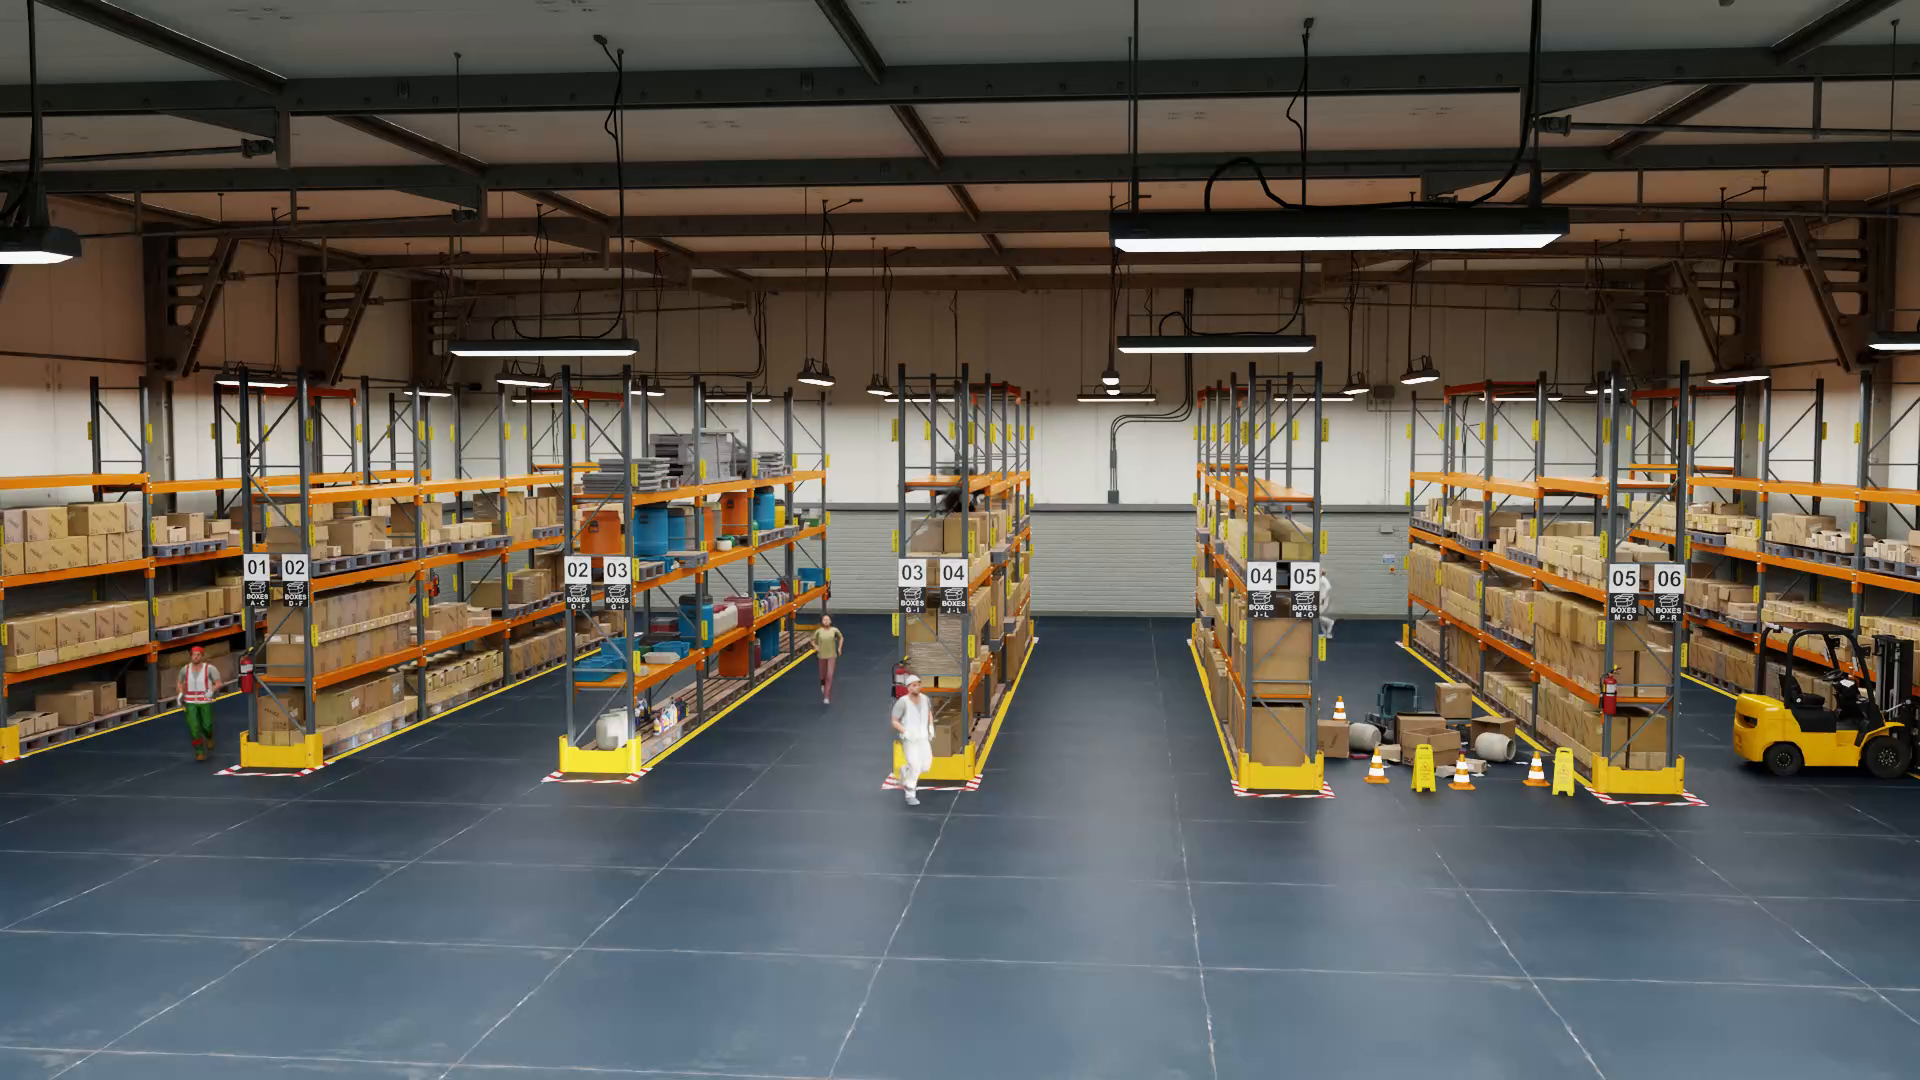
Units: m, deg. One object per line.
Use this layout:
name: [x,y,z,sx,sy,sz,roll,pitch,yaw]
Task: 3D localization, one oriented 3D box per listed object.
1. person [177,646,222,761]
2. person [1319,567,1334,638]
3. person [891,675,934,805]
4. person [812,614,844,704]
person: [-11.672,2.491,25.513,0.651,1.747,0.678,-1,4,-14]
person: [8.777,1.532,40.541,0.690,1.732,0.747,1,4,13]
person: [-0.637,2.690,22.535,0.687,1.749,0.673,-3,4,-35]
person: [-2.450,2.182,30.783,0.593,1.635,0.894,0,4,-4]
